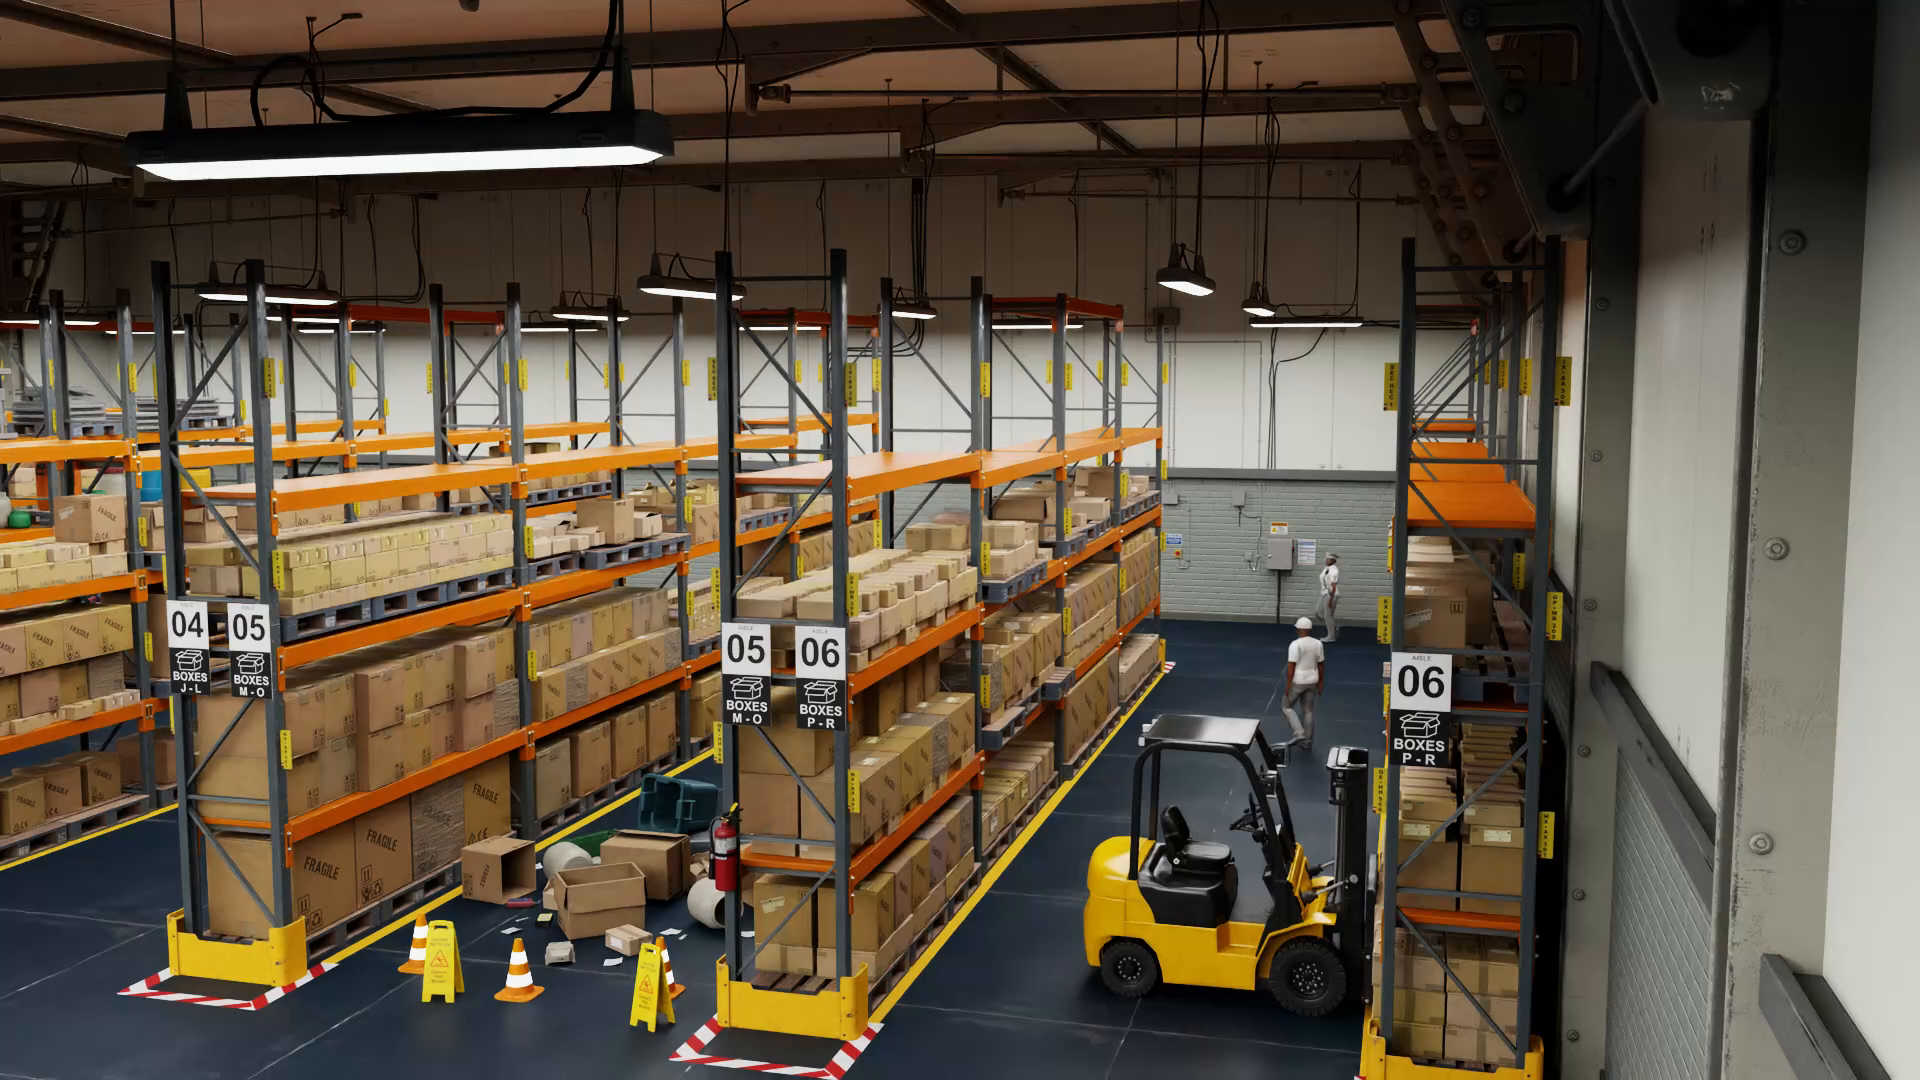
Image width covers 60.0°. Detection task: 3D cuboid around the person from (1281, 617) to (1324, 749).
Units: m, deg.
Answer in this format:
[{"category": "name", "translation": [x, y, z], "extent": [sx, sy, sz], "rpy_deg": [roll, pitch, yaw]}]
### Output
[{"category": "person", "translation": [4.633, 1.925, 22.368], "extent": [0.616, 1.766, 0.467], "rpy_deg": [-3, 7, -24]}]

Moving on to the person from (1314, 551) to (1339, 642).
[{"category": "person", "translation": [6.848, 1.043, 30.882], "extent": [0.453, 1.684, 0.488], "rpy_deg": [0, 6, -1]}]
